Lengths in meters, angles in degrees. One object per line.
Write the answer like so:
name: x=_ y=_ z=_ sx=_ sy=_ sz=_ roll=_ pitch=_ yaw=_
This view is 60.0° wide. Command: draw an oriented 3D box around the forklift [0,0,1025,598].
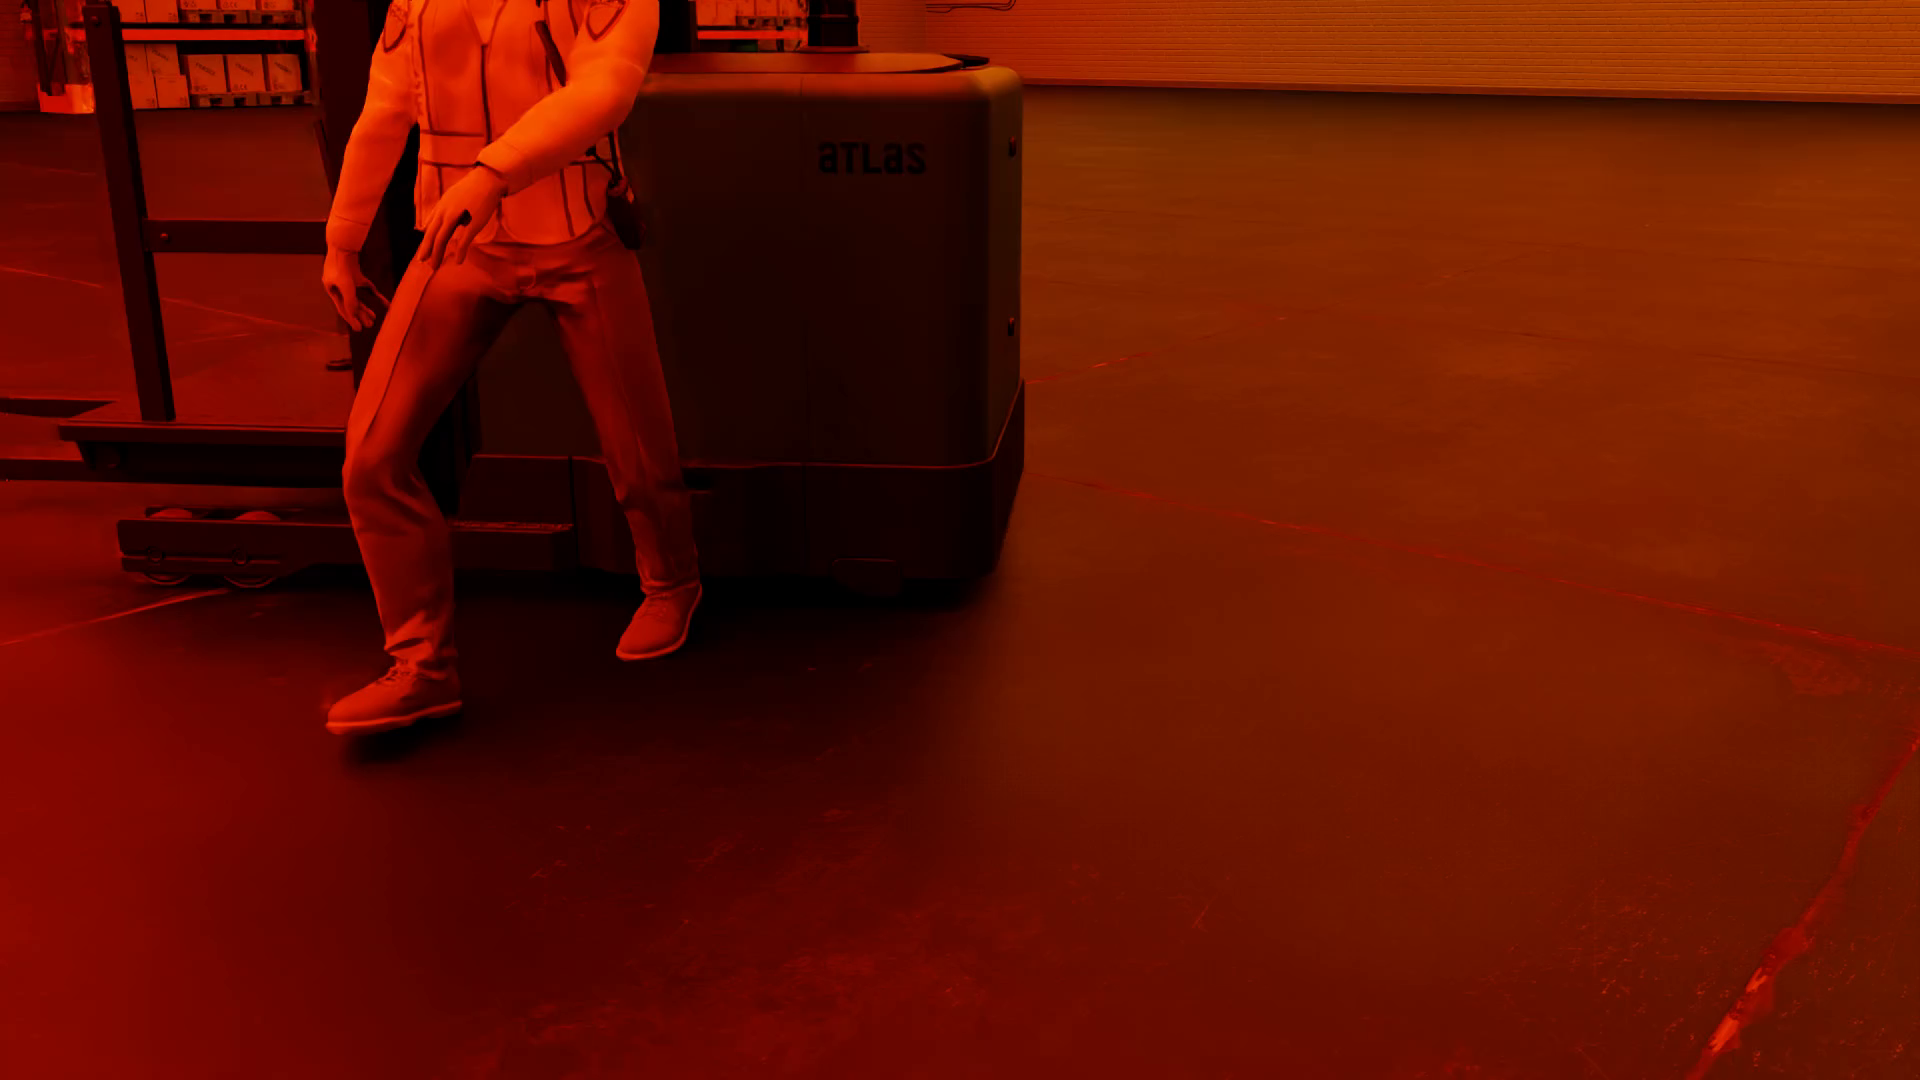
forklift: x=-1.388 y=-1.447 z=3.662 sx=3.031 sy=2.935 sz=1.130 roll=2 pitch=17 yaw=6

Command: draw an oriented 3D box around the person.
person: x=-0.806 y=-0.485 z=2.837 sx=0.632 sy=1.589 sz=0.772 roll=1 pitch=17 yaw=3
